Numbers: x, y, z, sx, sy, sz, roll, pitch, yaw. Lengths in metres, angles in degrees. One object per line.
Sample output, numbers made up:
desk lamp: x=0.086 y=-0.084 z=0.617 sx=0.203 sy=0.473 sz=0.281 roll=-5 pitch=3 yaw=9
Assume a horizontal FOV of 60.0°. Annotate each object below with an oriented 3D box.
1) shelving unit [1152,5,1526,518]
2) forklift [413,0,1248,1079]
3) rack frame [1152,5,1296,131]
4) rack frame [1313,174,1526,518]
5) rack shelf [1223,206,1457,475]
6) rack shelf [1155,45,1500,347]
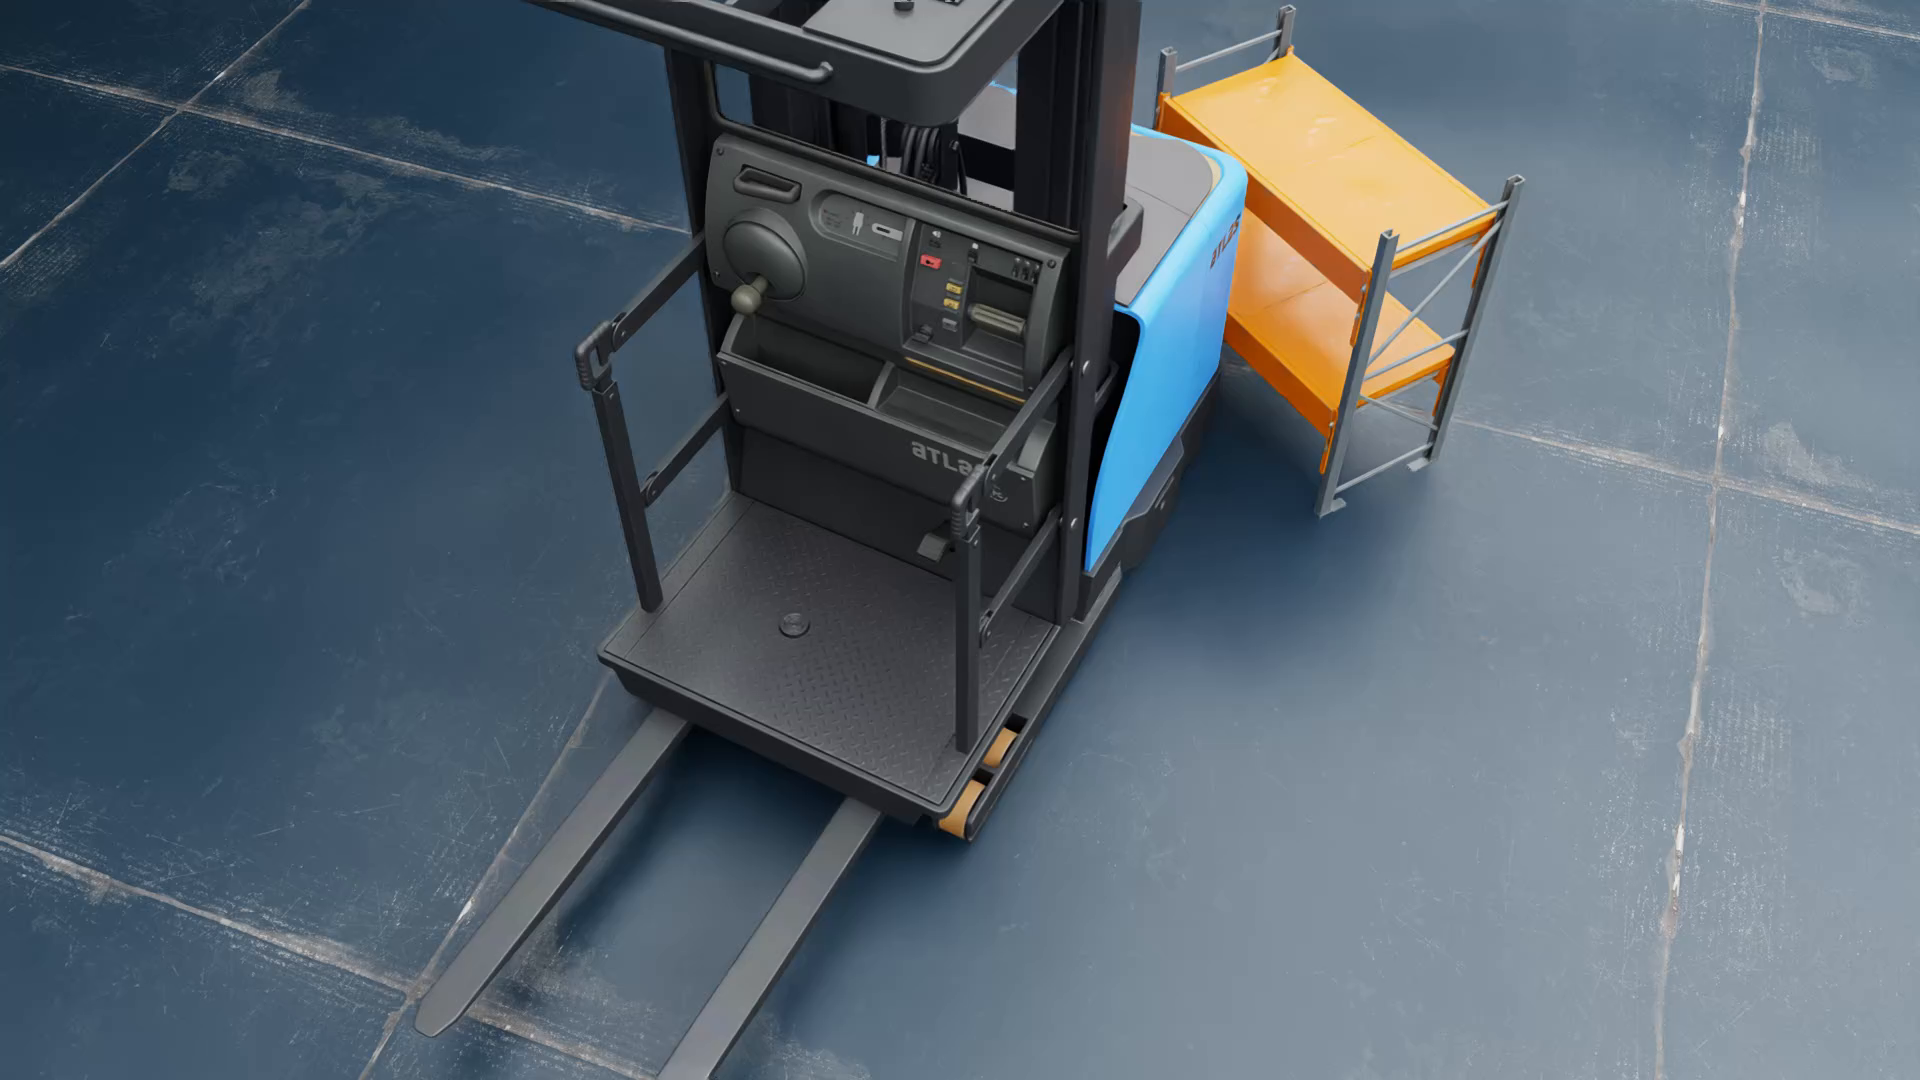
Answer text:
shelving unit: x=1.092 y=-0.876 z=5.265 sx=0.538 sy=1.125 sz=1.048 roll=-24 pitch=53 yaw=-20
forklift: x=-0.294 y=-0.545 z=3.783 sx=1.130 sy=2.935 sz=3.031 roll=22 pitch=53 yaw=18
rack frame: x=0.830 y=-1.205 z=5.550 sx=0.500 sy=1.125 sz=0.032 roll=-24 pitch=53 yaw=-20
rack frame: x=1.355 y=-0.547 z=4.979 sx=0.500 sy=1.125 sz=0.032 roll=-24 pitch=53 yaw=-20
rack shelf: x=1.092 y=-0.716 z=5.449 sx=0.538 sy=0.278 sz=1.000 roll=-24 pitch=53 yaw=-20
rack shelf: x=1.092 y=-1.068 z=5.043 sx=0.538 sy=0.278 sz=1.000 roll=-24 pitch=53 yaw=-20
